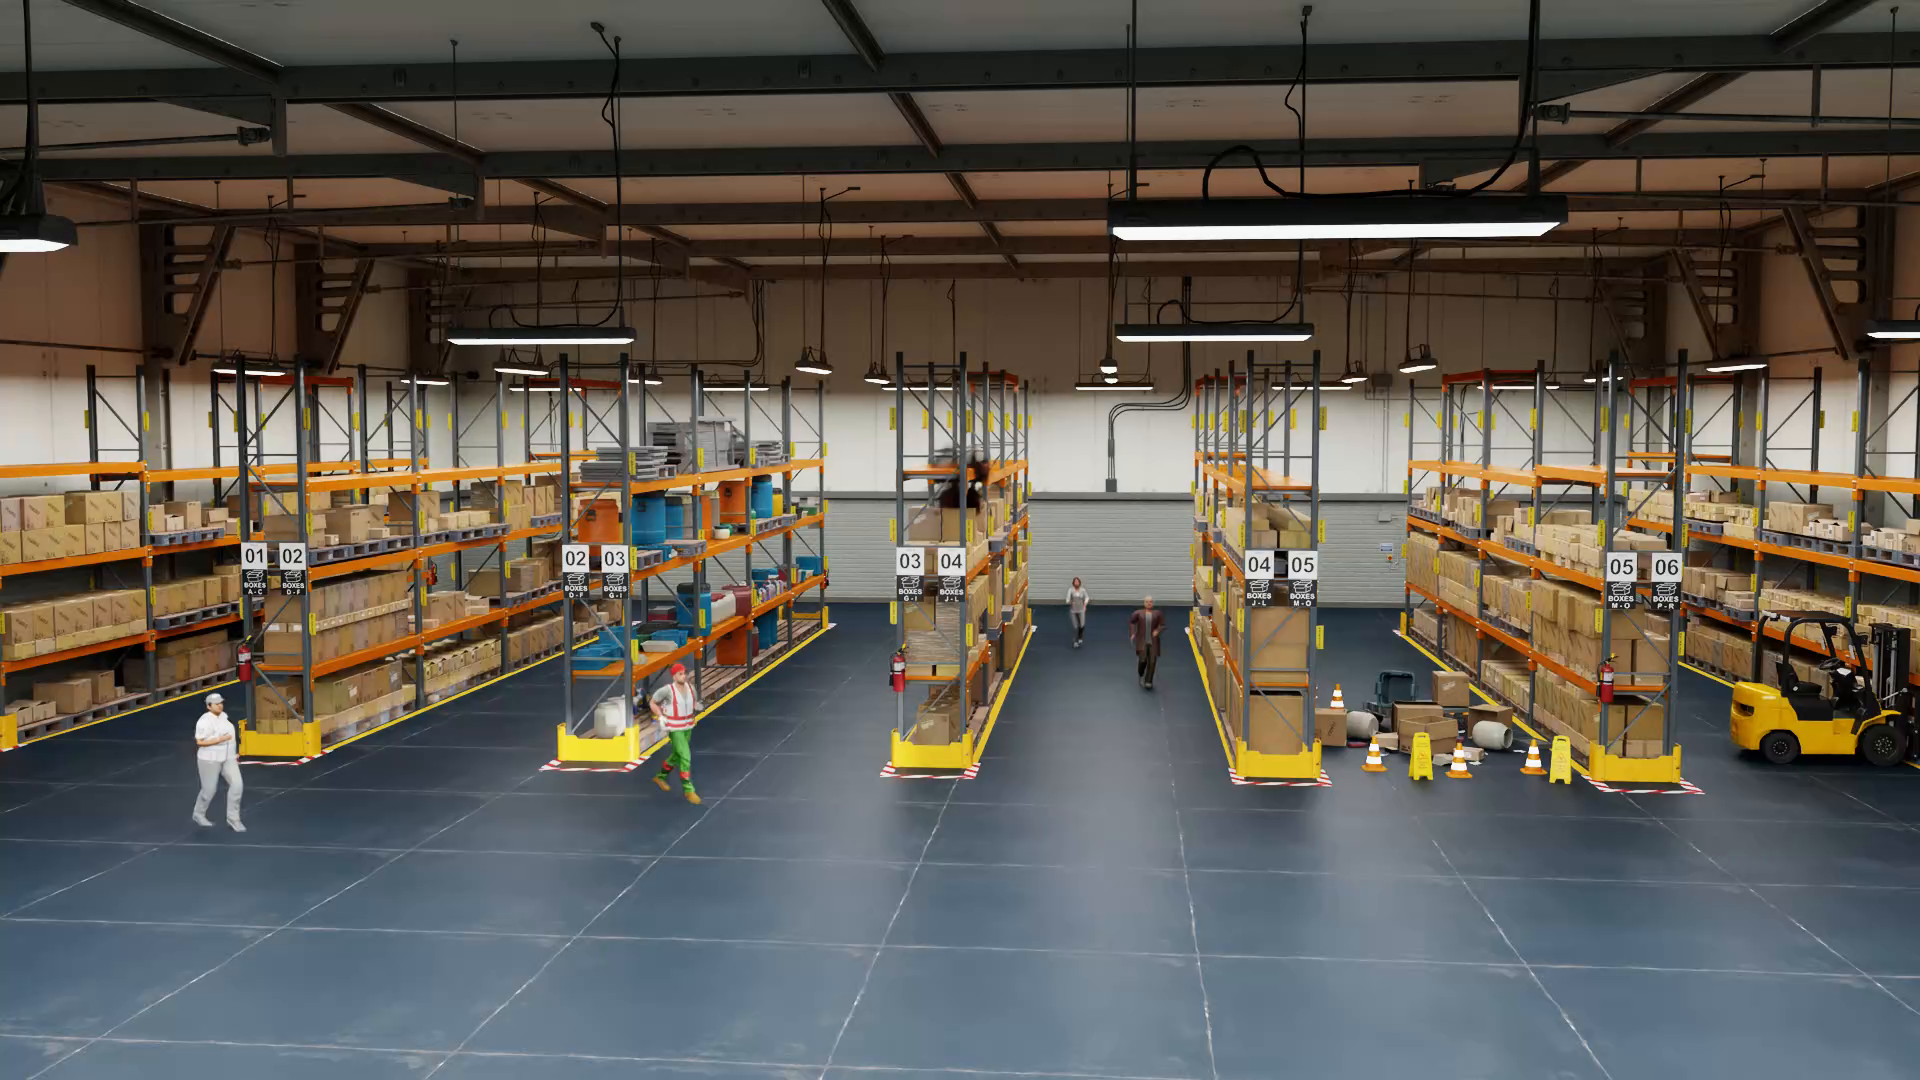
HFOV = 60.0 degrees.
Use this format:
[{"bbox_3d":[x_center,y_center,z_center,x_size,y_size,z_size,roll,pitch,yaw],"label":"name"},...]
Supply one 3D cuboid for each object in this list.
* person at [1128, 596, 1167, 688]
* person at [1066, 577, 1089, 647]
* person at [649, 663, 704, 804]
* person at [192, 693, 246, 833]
[{"bbox_3d":[3.505,1.919,31.023,0.704,1.734,0.653,0,4,1],"label":"person"},{"bbox_3d":[2.597,1.605,36.658,0.521,1.561,0.570,0,4,-1],"label":"person"},{"bbox_3d":[-3.728,2.532,22.105,0.912,1.817,0.629,3,5,36],"label":"person"},{"bbox_3d":[-9.092,2.726,20.335,0.722,1.719,0.587,2,5,27],"label":"person"}]
